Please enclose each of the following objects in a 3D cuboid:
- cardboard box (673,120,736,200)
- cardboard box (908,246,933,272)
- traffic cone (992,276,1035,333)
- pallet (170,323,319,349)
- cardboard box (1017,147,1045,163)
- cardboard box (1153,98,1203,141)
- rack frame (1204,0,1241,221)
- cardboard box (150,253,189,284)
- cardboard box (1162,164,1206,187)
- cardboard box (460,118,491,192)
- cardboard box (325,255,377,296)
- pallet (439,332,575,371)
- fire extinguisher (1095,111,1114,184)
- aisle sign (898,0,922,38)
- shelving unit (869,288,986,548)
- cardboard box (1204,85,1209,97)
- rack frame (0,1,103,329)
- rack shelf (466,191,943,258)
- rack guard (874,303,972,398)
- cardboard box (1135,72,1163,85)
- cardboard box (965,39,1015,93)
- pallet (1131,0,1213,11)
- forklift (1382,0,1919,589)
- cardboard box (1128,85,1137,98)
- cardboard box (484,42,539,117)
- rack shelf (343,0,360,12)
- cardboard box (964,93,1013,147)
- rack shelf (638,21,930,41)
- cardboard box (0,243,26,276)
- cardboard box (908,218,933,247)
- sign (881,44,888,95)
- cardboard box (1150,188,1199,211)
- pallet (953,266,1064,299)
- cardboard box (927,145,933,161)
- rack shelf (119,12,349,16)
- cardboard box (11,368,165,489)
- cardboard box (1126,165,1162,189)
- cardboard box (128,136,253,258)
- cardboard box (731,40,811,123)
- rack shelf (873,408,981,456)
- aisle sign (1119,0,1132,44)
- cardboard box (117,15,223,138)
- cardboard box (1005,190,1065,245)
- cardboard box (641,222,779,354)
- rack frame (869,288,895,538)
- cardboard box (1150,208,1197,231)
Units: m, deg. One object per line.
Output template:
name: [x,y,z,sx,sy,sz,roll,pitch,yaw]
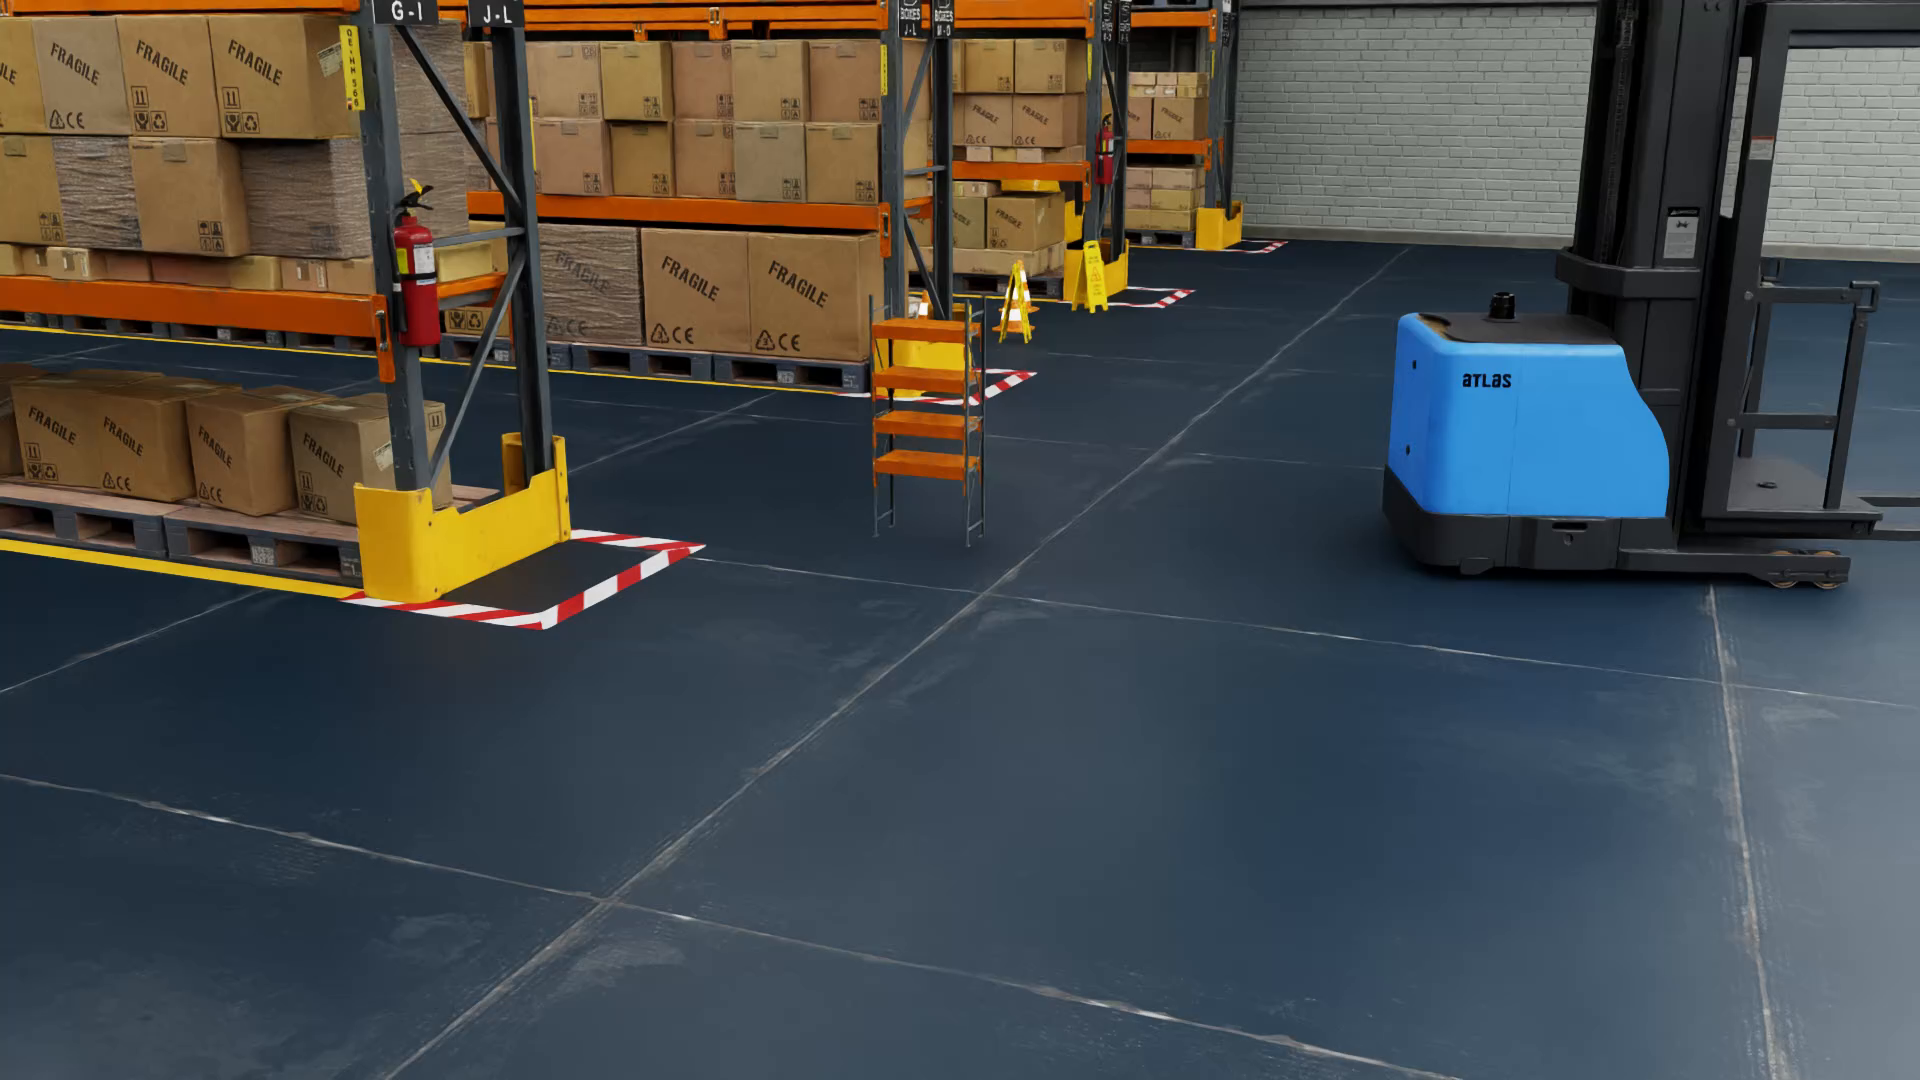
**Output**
cardboard box: [-1.647,-2.834,12.286,0.550,0.550,0.875,6,17,21]
cardboard box: [-0.387,-2.891,16.929,0.500,0.250,0.500,6,17,19]
traffic cone: [0.467,-2.058,14.432,0.334,0.463,0.336,6,17,21]
pallet: [-5.896,-1.849,14.164,1.213,0.211,1.003,6,17,21]
cardboard box: [0.729,-3.749,16.157,0.250,0.149,0.380,6,17,20]
cardboard box: [2.695,-5.207,20.552,0.500,0.500,0.500,6,17,19]
rack frame: [3.249,-5.177,20.627,0.127,3.000,1.000,6,17,21]
cardboard box: [-3.474,-1.278,7.647,0.250,0.149,0.380,6,17,21]
cardboard box: [2.871,-4.637,21.151,0.500,0.250,0.500,6,17,20]
cardboard box: [-3.664,-3.042,13.002,0.550,0.550,0.875,6,17,21]
cardboard box: [-2.546,-1.174,7.289,0.250,0.149,0.380,6,17,21]
pallet: [-3.333,-1.567,13.194,1.213,0.211,1.003,6,17,21]
fire extinguisher: [1.369,-3.721,15.750,0.183,0.674,0.296,6,17,21]
aisle sign: [-0.335,-3.759,11.078,0.004,0.787,0.394,6,17,21]
shelving unit: [-0.154,-0.593,8.065,0.503,1.200,0.258,6,17,21]
cardboard box: [3.029,-5.639,20.874,0.250,0.149,0.380,6,17,19]
rack frame: [-7.733,-3.414,14.552,0.127,3.000,1.000,6,17,21]
rack shelf: [-2.151,-2.454,12.538,4.000,0.370,1.077,6,17,21]
rack guard: [-0.269,-1.392,12.073,0.348,0.500,1.175,6,17,21]
cardboard box: [2.344,-5.698,20.546,0.250,0.149,0.380,7,17,22]
cardboard box: [0.408,-4.610,16.166,0.500,0.500,0.700,6,17,21]
pallet: [2.601,-6.654,20.493,1.213,0.211,1.003,6,17,21]
forklift: [3.623,-1.343,7.541,3.031,2.935,1.130,1,16,4]
cardboard box: [2.130,-5.589,20.701,0.250,0.149,0.380,6,17,20]
cardboard box: [-3.127,-3.522,12.721,0.550,0.550,0.875,6,17,21]
rack shelf: [-4.065,-2.619,7.725,4.000,0.370,1.077,6,17,21]
cardboard box: [0.361,-4.117,16.261,0.500,0.500,0.500,6,17,21]
rack shelf: [-2.332,-6.886,22.423,4.000,0.370,1.077,6,17,21]
cardboard box: [-4.436,-1.358,7.921,0.250,0.149,0.380,6,17,21]
cardboard box: [-0.363,-3.251,16.826,0.500,0.500,0.500,6,17,19]
sign: [-0.503,-3.126,11.059,0.005,0.325,0.100,6,17,21]
cardboard box: [2.682,-4.267,20.774,0.500,0.250,0.500,6,17,20]
pallet: [0.618,-2.650,16.924,1.213,0.211,1.003,6,17,21]
cardboard box: [-0.211,-3.864,16.555,0.250,0.149,0.380,6,17,20]
rack shelf: [-7.871,-6.007,19.397,4.000,0.370,1.077,6,17,21]
cardboard box: [-4.426,-0.579,8.517,0.500,0.500,0.500,5,17,16]
cardboard box: [2.229,-4.555,20.870,0.500,0.250,0.500,7,17,22]
cardboard box: [-3.216,-1.594,7.570,0.500,0.500,0.875,6,17,21]
cardboard box: [-1.167,-3.266,11.839,0.550,0.550,0.875,6,17,21]
rack shelf: [-0.154,-0.529,8.083,0.480,0.148,0.258,6,17,21]
aisle sign: [1.603,-5.212,16.084,0.004,0.787,0.394,6,17,21]
cardboard box: [-3.274,-2.032,7.287,0.500,0.500,0.500,6,17,21]
cardboard box: [0.760,-3.287,16.950,0.500,0.500,0.500,6,17,19]
cardboard box: [-1.765,-1.918,12.459,0.875,0.875,0.875,6,17,20]
rack frame: [-0.381,-0.618,8.151,0.015,1.200,0.240,6,17,21]
cardboard box: [2.696,-4.025,20.835,0.500,0.250,0.500,6,17,21]
